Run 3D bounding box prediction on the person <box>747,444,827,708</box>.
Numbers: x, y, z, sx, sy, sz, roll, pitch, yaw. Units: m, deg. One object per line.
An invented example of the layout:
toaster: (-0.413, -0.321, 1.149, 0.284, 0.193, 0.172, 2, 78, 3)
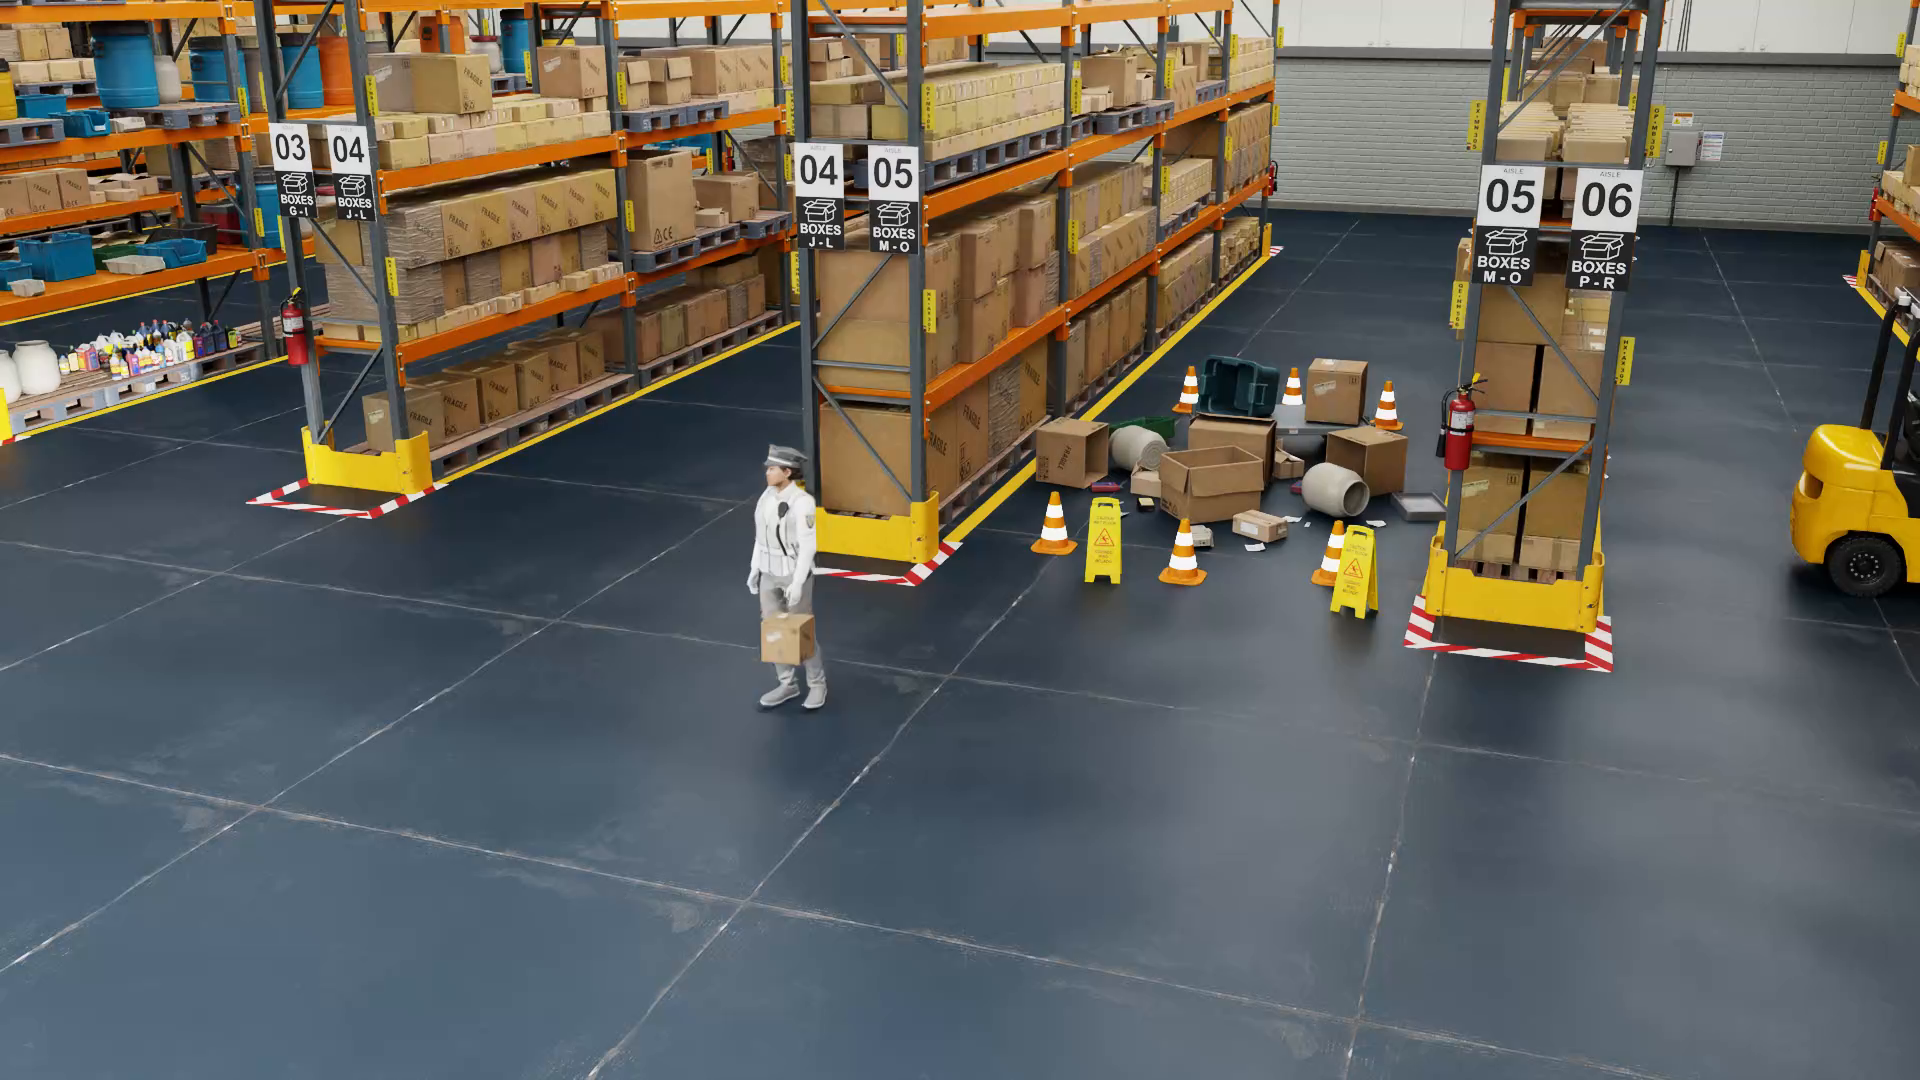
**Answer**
person: (-1.073, 0.220, 10.366, 0.511, 1.688, 0.412, 18, 26, 42)
